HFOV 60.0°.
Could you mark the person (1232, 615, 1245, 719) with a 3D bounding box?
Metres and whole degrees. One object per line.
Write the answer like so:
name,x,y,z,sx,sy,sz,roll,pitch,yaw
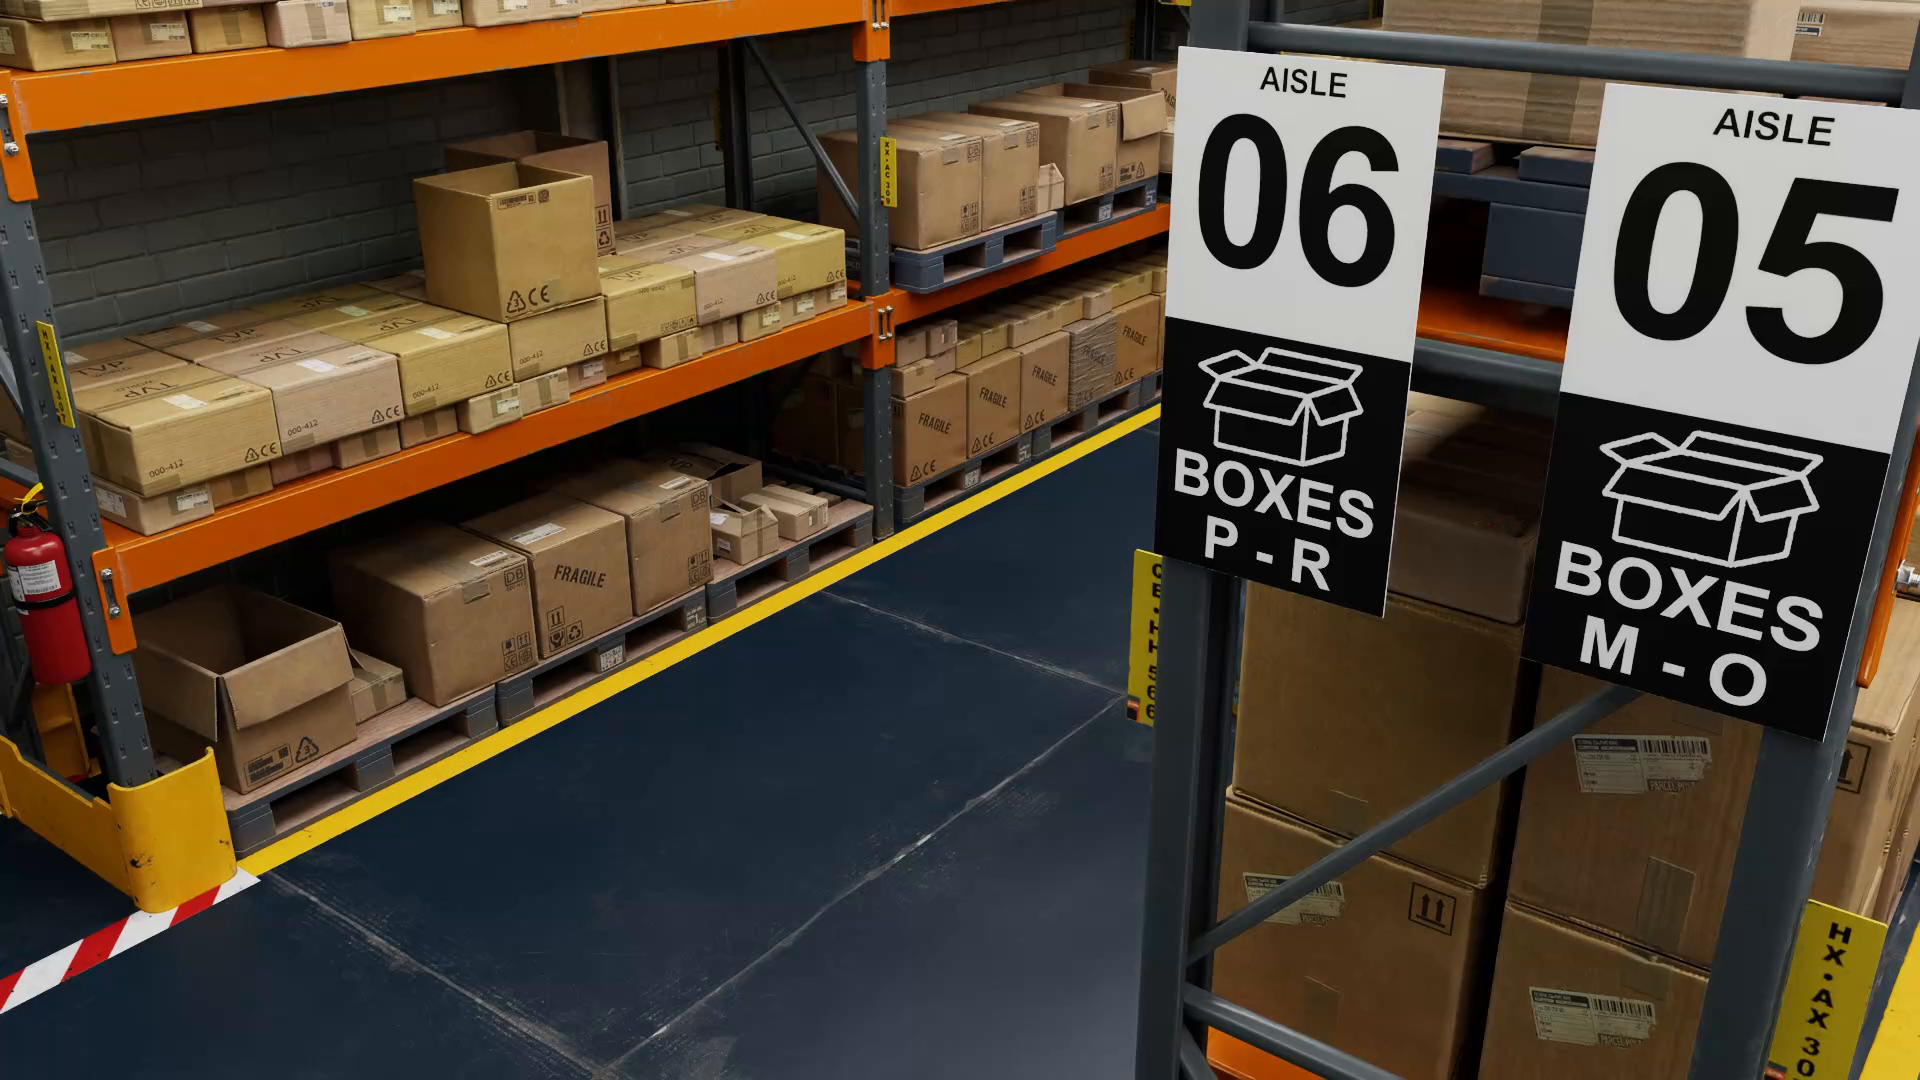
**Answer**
person,1.315,-0.070,6.820,0.432,1.833,0.567,17,29,35
